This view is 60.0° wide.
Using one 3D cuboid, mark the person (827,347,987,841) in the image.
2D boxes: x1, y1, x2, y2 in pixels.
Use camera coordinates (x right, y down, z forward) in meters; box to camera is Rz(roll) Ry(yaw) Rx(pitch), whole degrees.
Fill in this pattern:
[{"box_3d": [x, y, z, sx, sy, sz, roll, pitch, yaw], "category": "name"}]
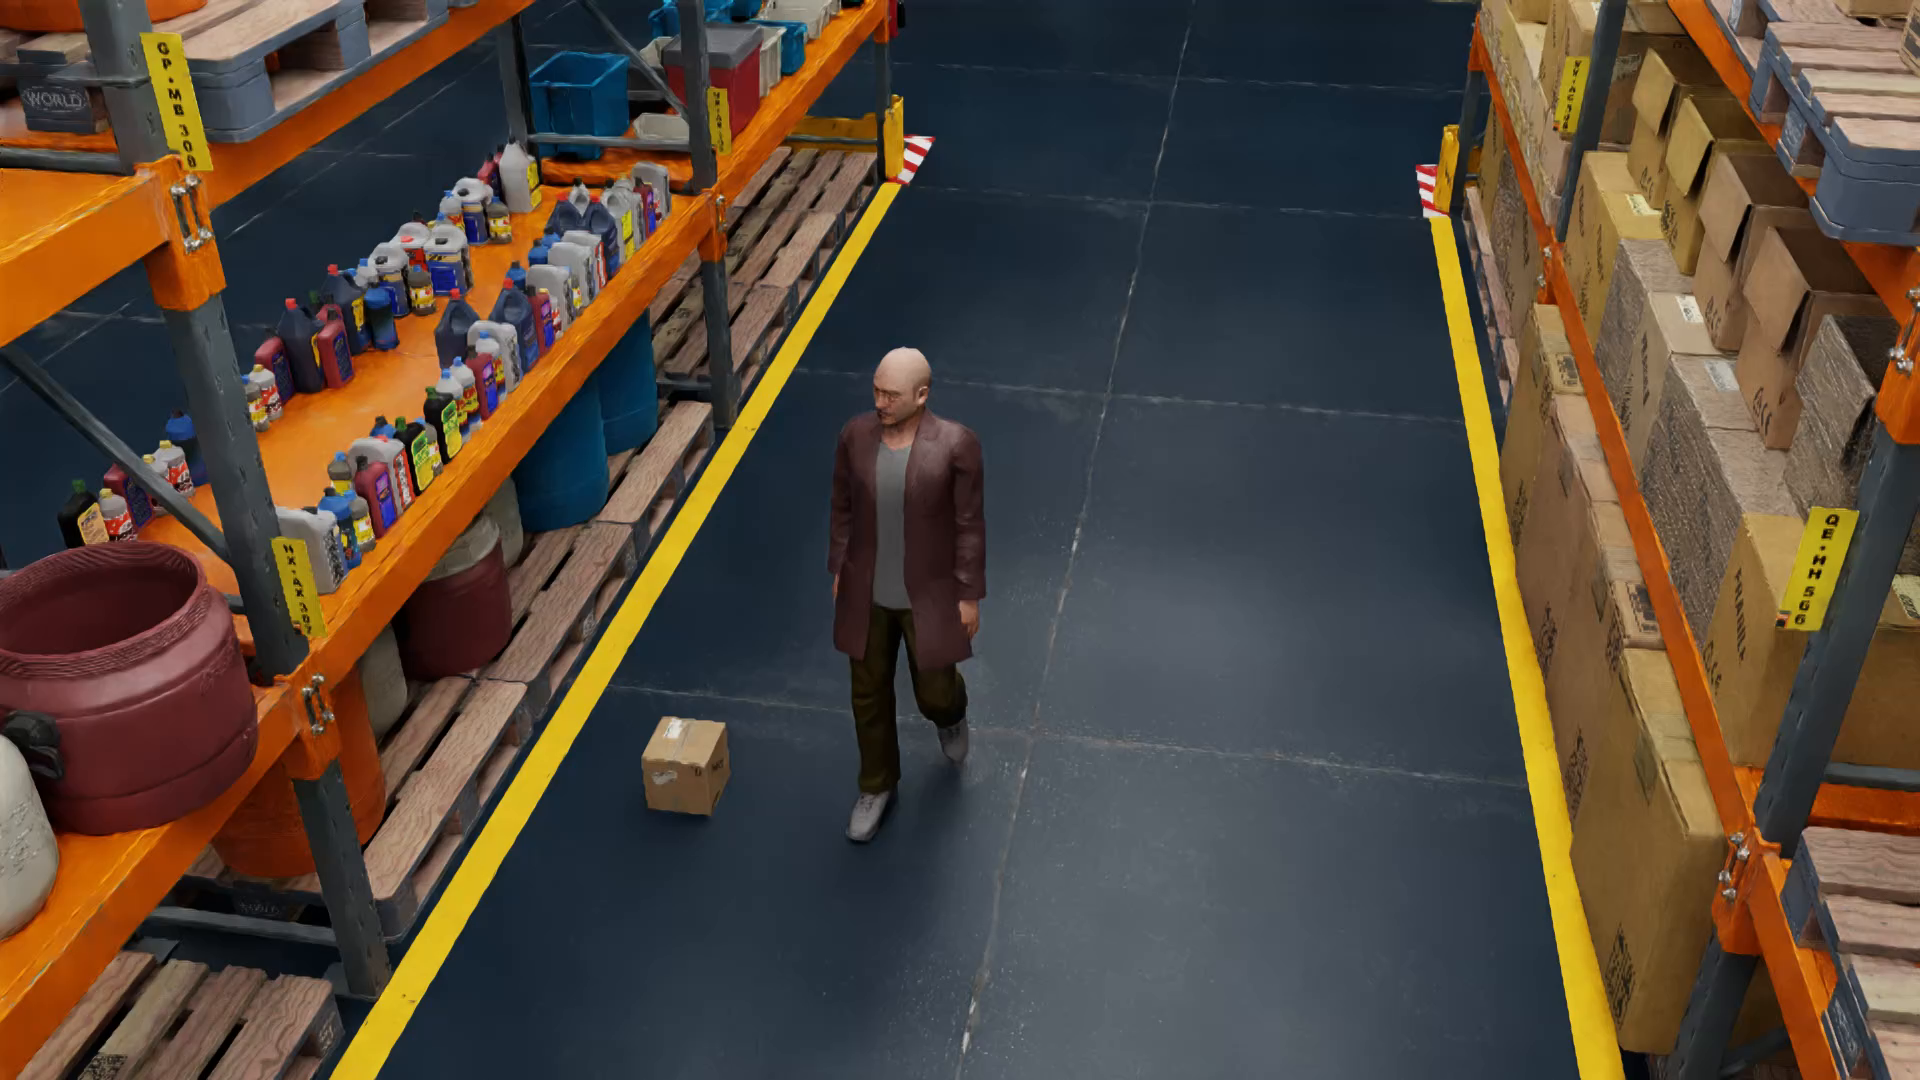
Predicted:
[{"box_3d": [-0.213, 0.191, 5.846, 0.617, 1.772, 0.725, 10, 33, 15], "category": "person"}]
